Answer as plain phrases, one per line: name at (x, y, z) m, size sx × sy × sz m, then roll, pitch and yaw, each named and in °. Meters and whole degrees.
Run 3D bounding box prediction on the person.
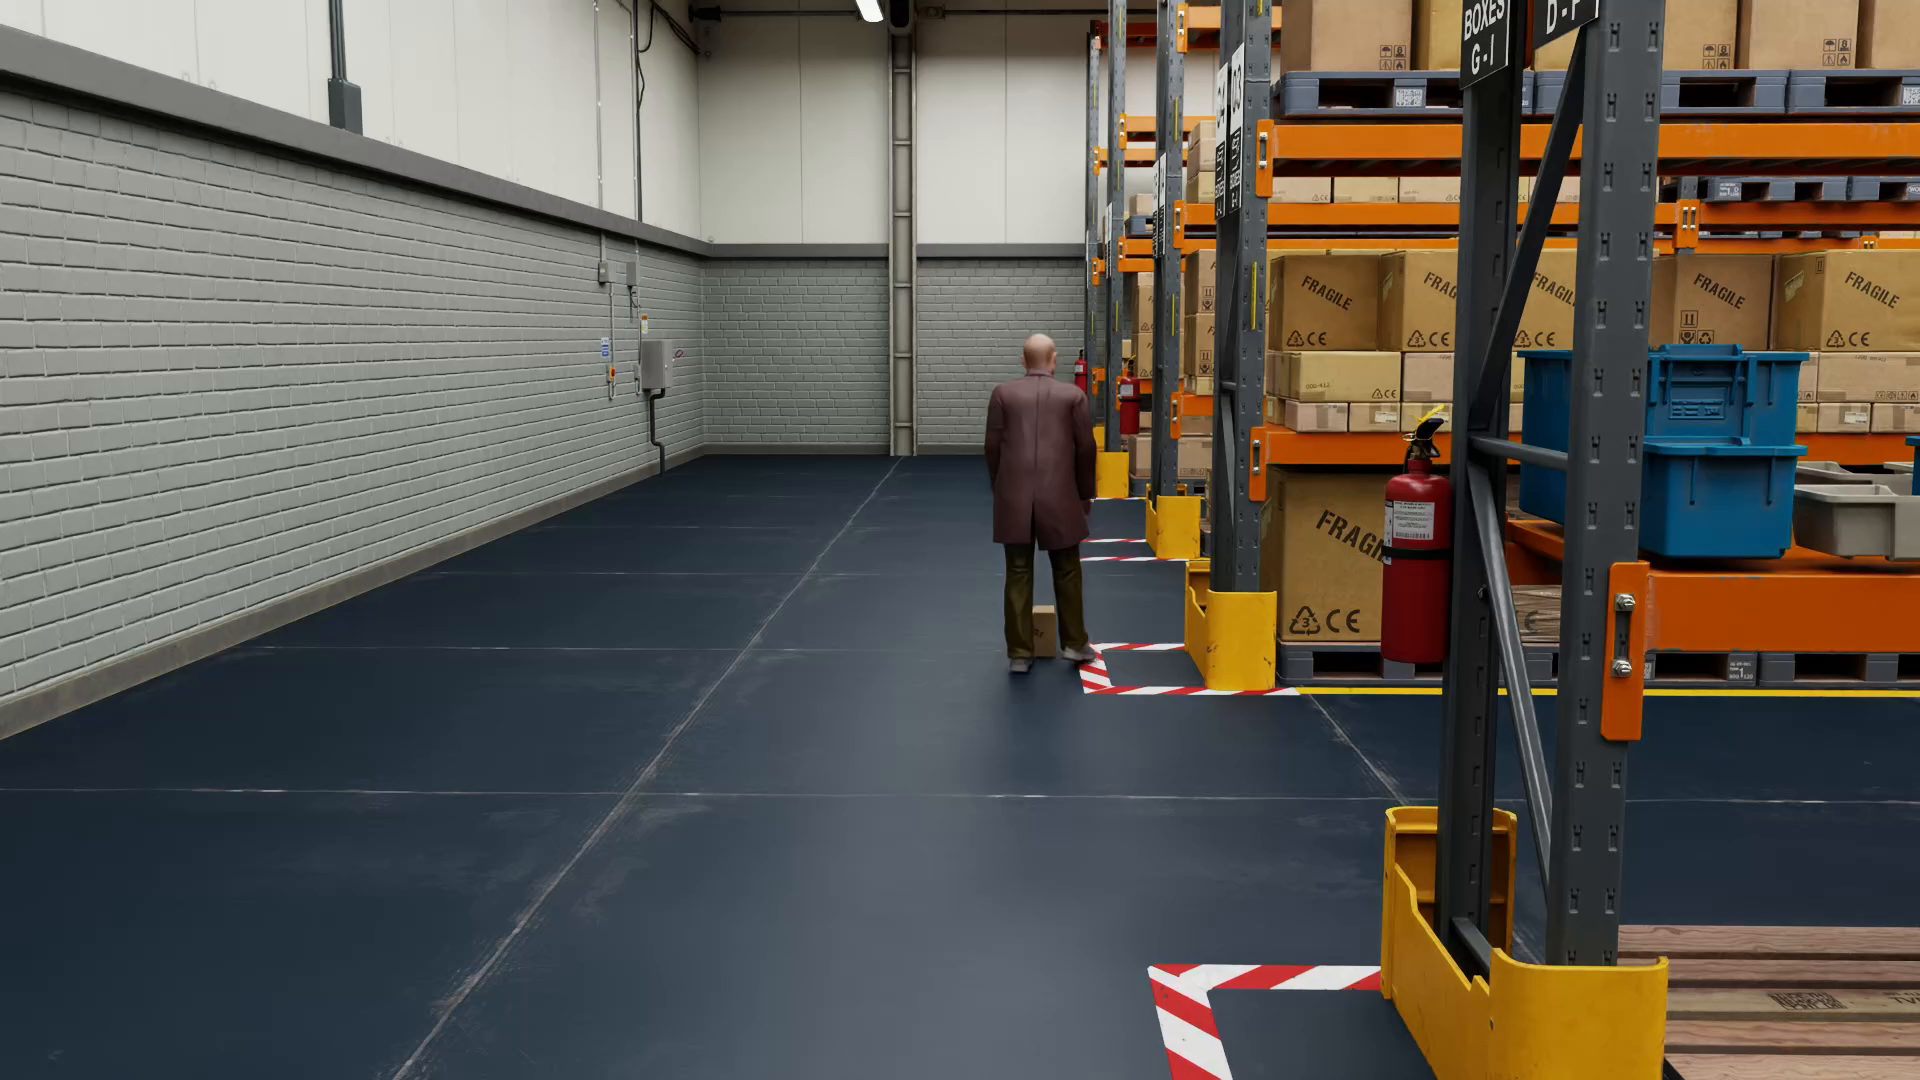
person at (0.434, -0.206, 8.891) m, size 0.596 × 1.784 × 0.604 m, roll 1°, pitch 7°, yaw 6°
